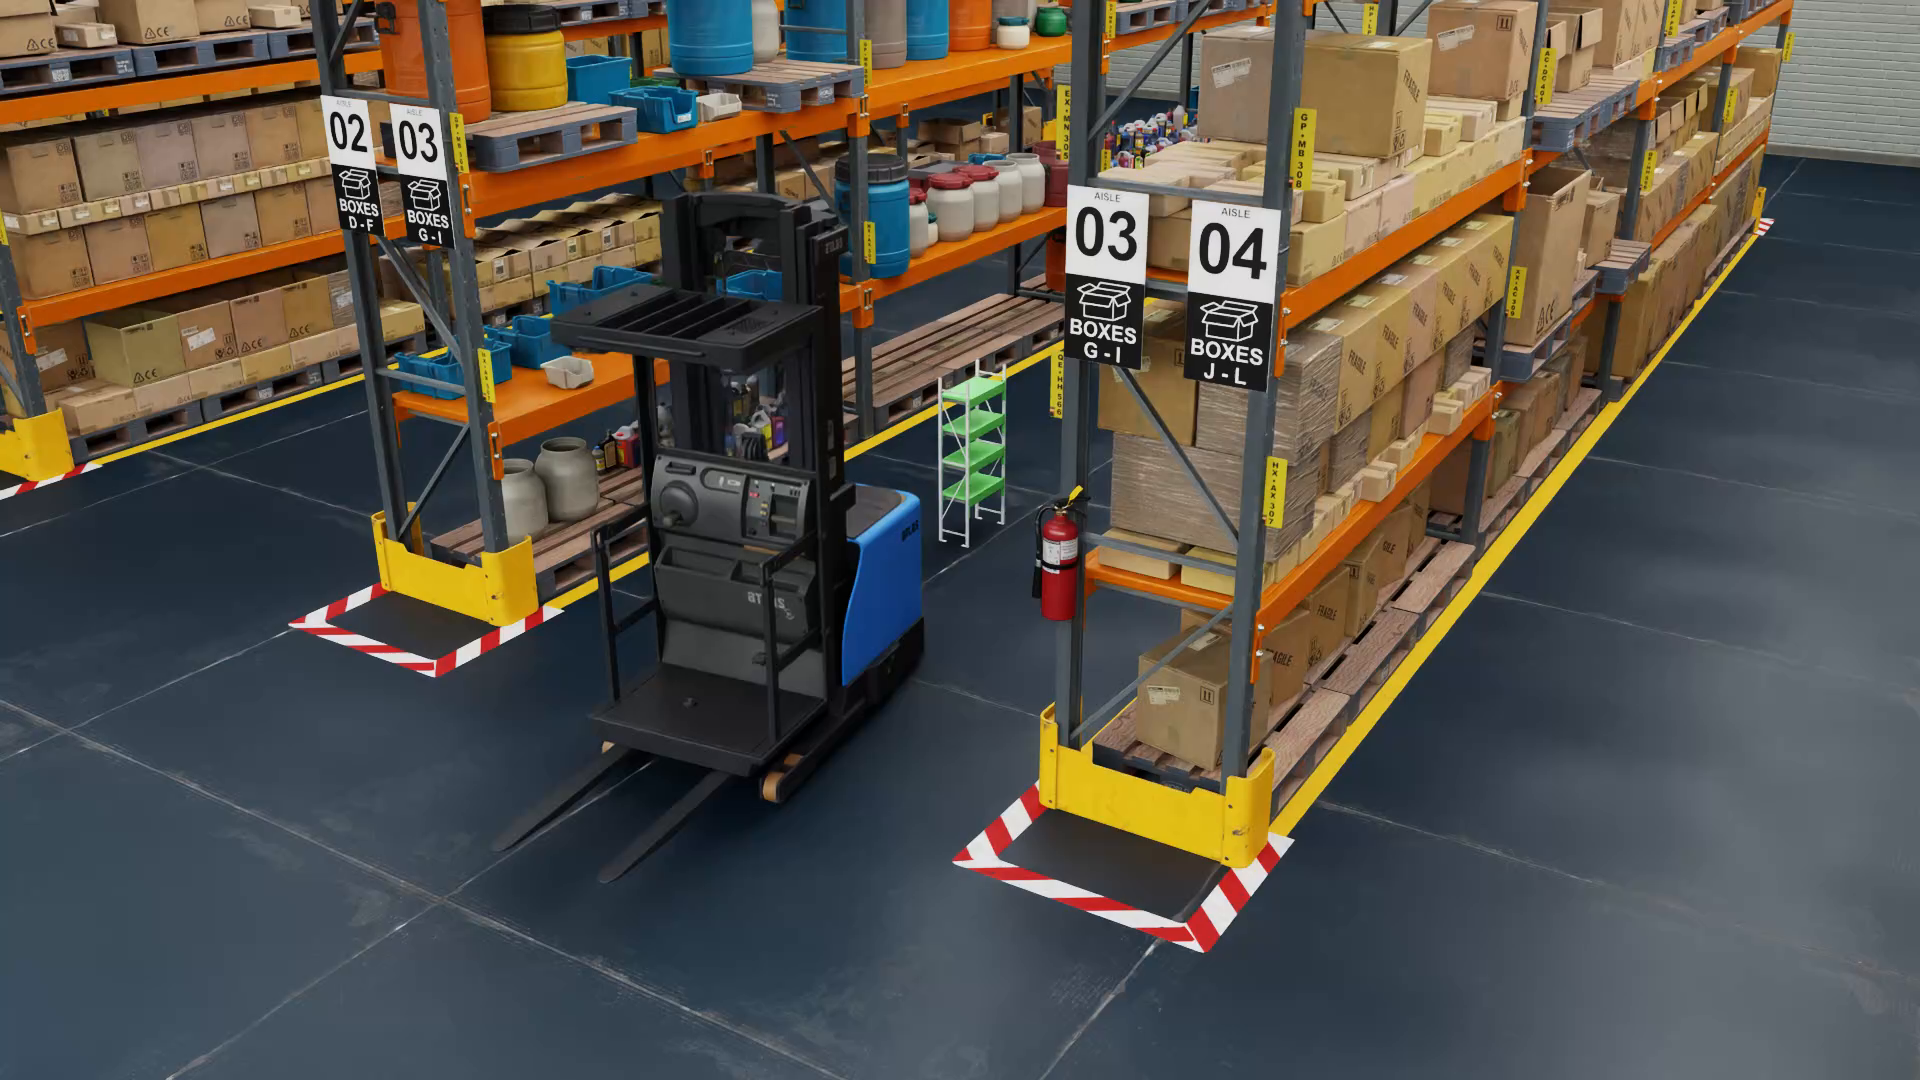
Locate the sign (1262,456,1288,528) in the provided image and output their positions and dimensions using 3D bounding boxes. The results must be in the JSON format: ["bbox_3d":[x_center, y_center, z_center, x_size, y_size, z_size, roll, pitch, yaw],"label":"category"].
[{"bbox_3d":[1.392,-0.211,7.372,0.100,0.325,0.005,14,27,29],"label":"sign"}]

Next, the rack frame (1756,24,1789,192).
[{"bbox_3d":[9.371,-5.328,20.281,1.000,3.000,0.127,14,27,29],"label":"rack frame"}]

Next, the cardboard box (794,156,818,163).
[{"bbox_3d":[-2.157,-4.648,21.303,0.500,0.500,0.500,14,27,30],"label":"cardboard box"}]

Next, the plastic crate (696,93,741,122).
[{"bbox_3d":[-1.670,-2.944,11.332,0.243,0.136,0.396,14,27,29],"label":"plastic crate"}]

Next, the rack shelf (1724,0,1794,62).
[{"bbox_3d":[8.316,-5.699,18.268,1.077,0.370,4.000,14,27,29],"label":"rack shelf"}]

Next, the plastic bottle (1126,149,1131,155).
[{"bbox_3d":[1.723,-3.887,17.115,0.097,0.271,0.097,0,23,0],"label":"plastic bottle"}]

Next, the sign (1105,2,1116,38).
[{"bbox_3d":[1.414,-4.881,15.605,0.100,0.325,0.005,14,27,29],"label":"sign"}]

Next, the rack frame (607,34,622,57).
[{"bbox_3d":[-5.364,-7.092,24.356,1.000,3.000,0.127,14,27,29],"label":"rack frame"}]

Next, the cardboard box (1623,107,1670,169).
[{"bbox_3d":[5.896,-3.596,14.893,0.797,0.503,0.637,15,27,30],"label":"cardboard box"}]

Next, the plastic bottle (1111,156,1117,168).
[{"bbox_3d":[1.530,-3.718,16.725,0.097,0.271,0.097,0,23,0],"label":"plastic bottle"}]

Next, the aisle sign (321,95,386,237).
[{"bbox_3d":[-3.567,-2.196,9.775,0.394,0.787,0.004,14,27,29],"label":"aisle sign"}]

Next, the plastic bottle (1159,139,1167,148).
[{"bbox_3d":[2.140,-4.108,17.625,0.097,0.271,0.097,0,23,0],"label":"plastic bottle"}]

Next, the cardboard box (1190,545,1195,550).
[{"bbox_3d":[1.038,-0.036,8.373,0.380,0.149,0.250,14,27,29],"label":"cardboard box"}]

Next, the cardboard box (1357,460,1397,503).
[{"bbox_3d":[2.158,-0.344,9.086,0.380,0.149,0.250,14,27,29],"label":"cardboard box"}]

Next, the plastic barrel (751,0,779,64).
[{"bbox_3d":[-1.561,-3.832,12.380,0.421,0.512,0.421,0,23,0],"label":"plastic barrel"}]

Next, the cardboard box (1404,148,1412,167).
[{"bbox_3d":[2.080,-1.988,8.479,0.380,0.149,0.250,14,27,28],"label":"cardboard box"}]

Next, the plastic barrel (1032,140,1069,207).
[{"bbox_3d":[0.956,-3.508,15.906,0.600,0.536,0.708,14,27,29],"label":"plastic barrel"}]

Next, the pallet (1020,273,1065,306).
[{"bbox_3d":[1.324,-2.661,17.630,1.003,0.211,1.213,14,27,29],"label":"pallet"}]

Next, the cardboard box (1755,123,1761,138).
[{"bbox_3d":[9.061,-4.766,19.300,0.380,0.149,0.250,14,27,30],"label":"cardboard box"}]

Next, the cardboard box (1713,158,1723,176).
[{"bbox_3d":[7.700,-3.892,17.282,0.380,0.149,0.250,14,27,29],"label":"cardboard box"}]

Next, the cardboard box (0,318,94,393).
[{"bbox_3d":[-7.453,-1.523,13.481,0.500,0.500,0.500,14,27,29],"label":"cardboard box"}]

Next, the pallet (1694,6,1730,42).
[{"bbox_3d":[6.819,-4.946,15.866,0.805,0.209,1.217,13,26,27],"label":"pallet"}]

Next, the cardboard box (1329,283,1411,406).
[{"bbox_3d":[1.985,-1.033,8.603,0.500,0.500,0.500,14,27,29],"label":"cardboard box"}]

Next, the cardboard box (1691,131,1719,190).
[{"bbox_3d":[7.246,-3.808,16.646,0.500,0.500,0.500,14,27,29],"label":"cardboard box"}]

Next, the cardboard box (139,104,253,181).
[{"bbox_3d":[-6.396,-3.337,13.923,0.700,0.500,0.500,14,27,29],"label":"cardboard box"}]

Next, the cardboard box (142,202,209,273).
[{"bbox_3d":[-6.686,-2.550,13.739,0.700,0.500,0.500,14,27,29],"label":"cardboard box"}]

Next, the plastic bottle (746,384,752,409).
[{"bbox_3d":[-1.761,-1.183,13.676,0.097,0.201,0.097,0,23,0],"label":"plastic bottle"}]

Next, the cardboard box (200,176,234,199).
[{"bbox_3d":[-6.282,-2.954,13.856,0.380,0.149,0.250,14,27,29],"label":"cardboard box"}]

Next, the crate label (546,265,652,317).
[{"bbox_3d":[-2.536,-1.659,11.763,0.502,0.435,0.616,14,27,29],"label":"crate label"}]

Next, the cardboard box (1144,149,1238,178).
[{"bbox_3d":[1.100,-1.756,7.941,0.380,0.149,0.250,13,26,27],"label":"cardboard box"}]

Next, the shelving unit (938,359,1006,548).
[{"bbox_3d":[0.087,-0.606,11.641,0.258,1.200,0.503,14,27,29],"label":"shelving unit"}]

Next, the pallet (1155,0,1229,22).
[{"bbox_3d":[2.127,-5.637,17.457,1.003,0.211,1.213,14,27,29],"label":"pallet"}]

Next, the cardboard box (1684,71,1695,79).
[{"bbox_3d":[7.544,-4.769,17.860,0.500,0.500,0.500,14,27,29],"label":"cardboard box"}]

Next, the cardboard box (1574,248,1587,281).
[{"bbox_3d":[4.501,-2.139,12.556,0.396,0.266,0.258,13,27,27],"label":"cardboard box"}]

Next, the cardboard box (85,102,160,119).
[{"bbox_3d":[-9.286,-4.804,18.392,0.700,0.500,0.500,14,27,29],"label":"cardboard box"}]

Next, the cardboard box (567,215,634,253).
[{"bbox_3d":[-3.867,-3.318,17.865,0.500,0.311,0.500,14,27,29],"label":"cardboard box"}]

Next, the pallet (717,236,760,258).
[{"bbox_3d":[-2.837,-3.669,19.960,1.003,0.211,1.213,14,27,29],"label":"pallet"}]

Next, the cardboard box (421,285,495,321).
[{"bbox_3d":[-4.950,-2.370,16.381,0.500,0.250,0.500,13,27,28],"label":"cardboard box"}]

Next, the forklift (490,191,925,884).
[{"bbox_3d":[-1.284,-0.178,8.472,1.130,2.935,3.031,10,25,22],"label":"forklift"}]

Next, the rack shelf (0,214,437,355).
[{"bbox_3d":[-6.428,-2.349,14.307,1.077,0.370,4.000,14,27,29],"label":"rack shelf"}]

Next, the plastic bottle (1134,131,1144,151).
[{"bbox_3d":[1.990,-4.437,18.474,0.097,0.201,0.097,0,23,0],"label":"plastic bottle"}]

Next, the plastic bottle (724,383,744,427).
[{"bbox_3d":[-1.823,-1.086,13.263,0.144,0.351,0.185,14,27,29],"label":"plastic bottle"}]

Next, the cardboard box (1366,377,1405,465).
[{"bbox_3d":[1.980,-0.810,9.344,0.875,0.500,0.500,14,27,29],"label":"cardboard box"}]

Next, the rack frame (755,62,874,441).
[{"bbox_3d":[-1.167,-2.315,13.323,1.000,3.000,0.127,14,27,29],"label":"rack frame"}]

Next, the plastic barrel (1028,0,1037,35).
[{"bbox_3d":[0.519,-5.053,15.729,0.421,0.512,0.421,0,23,0],"label":"plastic barrel"}]

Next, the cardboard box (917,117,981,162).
[{"bbox_3d":[-0.166,-5.746,23.836,0.797,0.503,0.637,14,27,29],"label":"cardboard box"}]

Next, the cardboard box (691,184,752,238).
[{"bbox_3d":[-2.780,-3.853,19.468,0.500,0.500,0.500,15,28,31],"label":"cardboard box"}]

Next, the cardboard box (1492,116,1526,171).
[{"bbox_3d":[3.022,-2.377,9.877,0.500,0.250,0.500,15,28,31],"label":"cardboard box"}]

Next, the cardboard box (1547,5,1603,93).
[{"bbox_3d":[3.869,-3.350,11.279,0.797,0.503,0.637,15,28,31],"label":"cardboard box"}]

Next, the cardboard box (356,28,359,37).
[{"bbox_3d":[-7.455,-6.485,21.484,0.500,0.250,0.500,15,27,30],"label":"cardboard box"}]

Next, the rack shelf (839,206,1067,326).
[{"bbox_3d":[-0.112,-2.660,15.025,1.077,0.370,4.000,14,27,29],"label":"rack shelf"}]

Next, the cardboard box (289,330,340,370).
[{"bbox_3d":[-5.955,-1.745,14.937,0.500,0.250,0.500,14,27,29],"label":"cardboard box"}]

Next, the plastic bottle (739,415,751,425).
[{"bbox_3d":[-1.634,-0.832,12.761,0.061,0.283,0.133,14,27,29],"label":"plastic bottle"}]

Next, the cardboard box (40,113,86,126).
[{"bbox_3d":[-9.570,-4.452,17.477,0.500,0.500,0.500,14,27,29],"label":"cardboard box"}]
